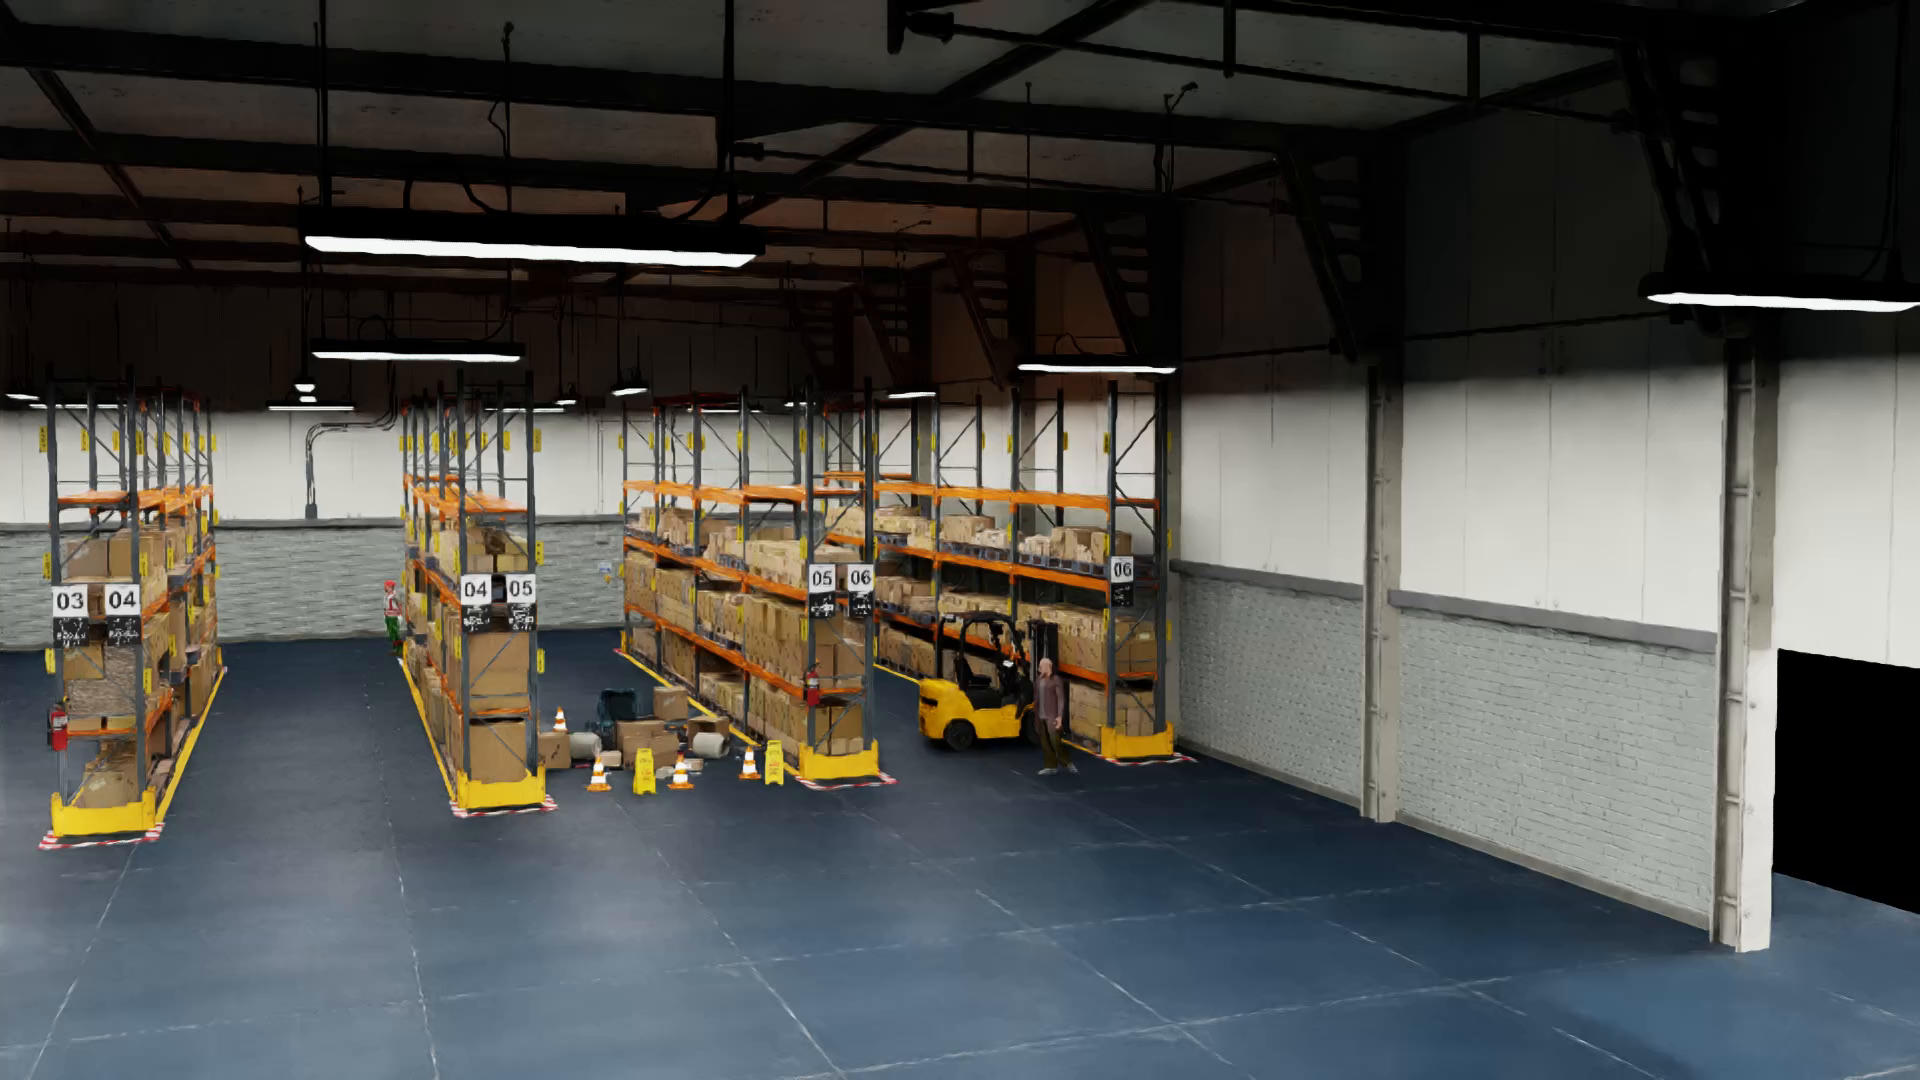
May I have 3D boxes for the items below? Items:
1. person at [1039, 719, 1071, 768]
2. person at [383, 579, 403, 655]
[{"bbox_3d":[1.403,2.960,24.959,0.478,0.991,0.456,3,4,40],"label":"person"},{"bbox_3d":[-13.315,1.816,39.116,0.627,1.783,0.383,2,4,35],"label":"person"}]
